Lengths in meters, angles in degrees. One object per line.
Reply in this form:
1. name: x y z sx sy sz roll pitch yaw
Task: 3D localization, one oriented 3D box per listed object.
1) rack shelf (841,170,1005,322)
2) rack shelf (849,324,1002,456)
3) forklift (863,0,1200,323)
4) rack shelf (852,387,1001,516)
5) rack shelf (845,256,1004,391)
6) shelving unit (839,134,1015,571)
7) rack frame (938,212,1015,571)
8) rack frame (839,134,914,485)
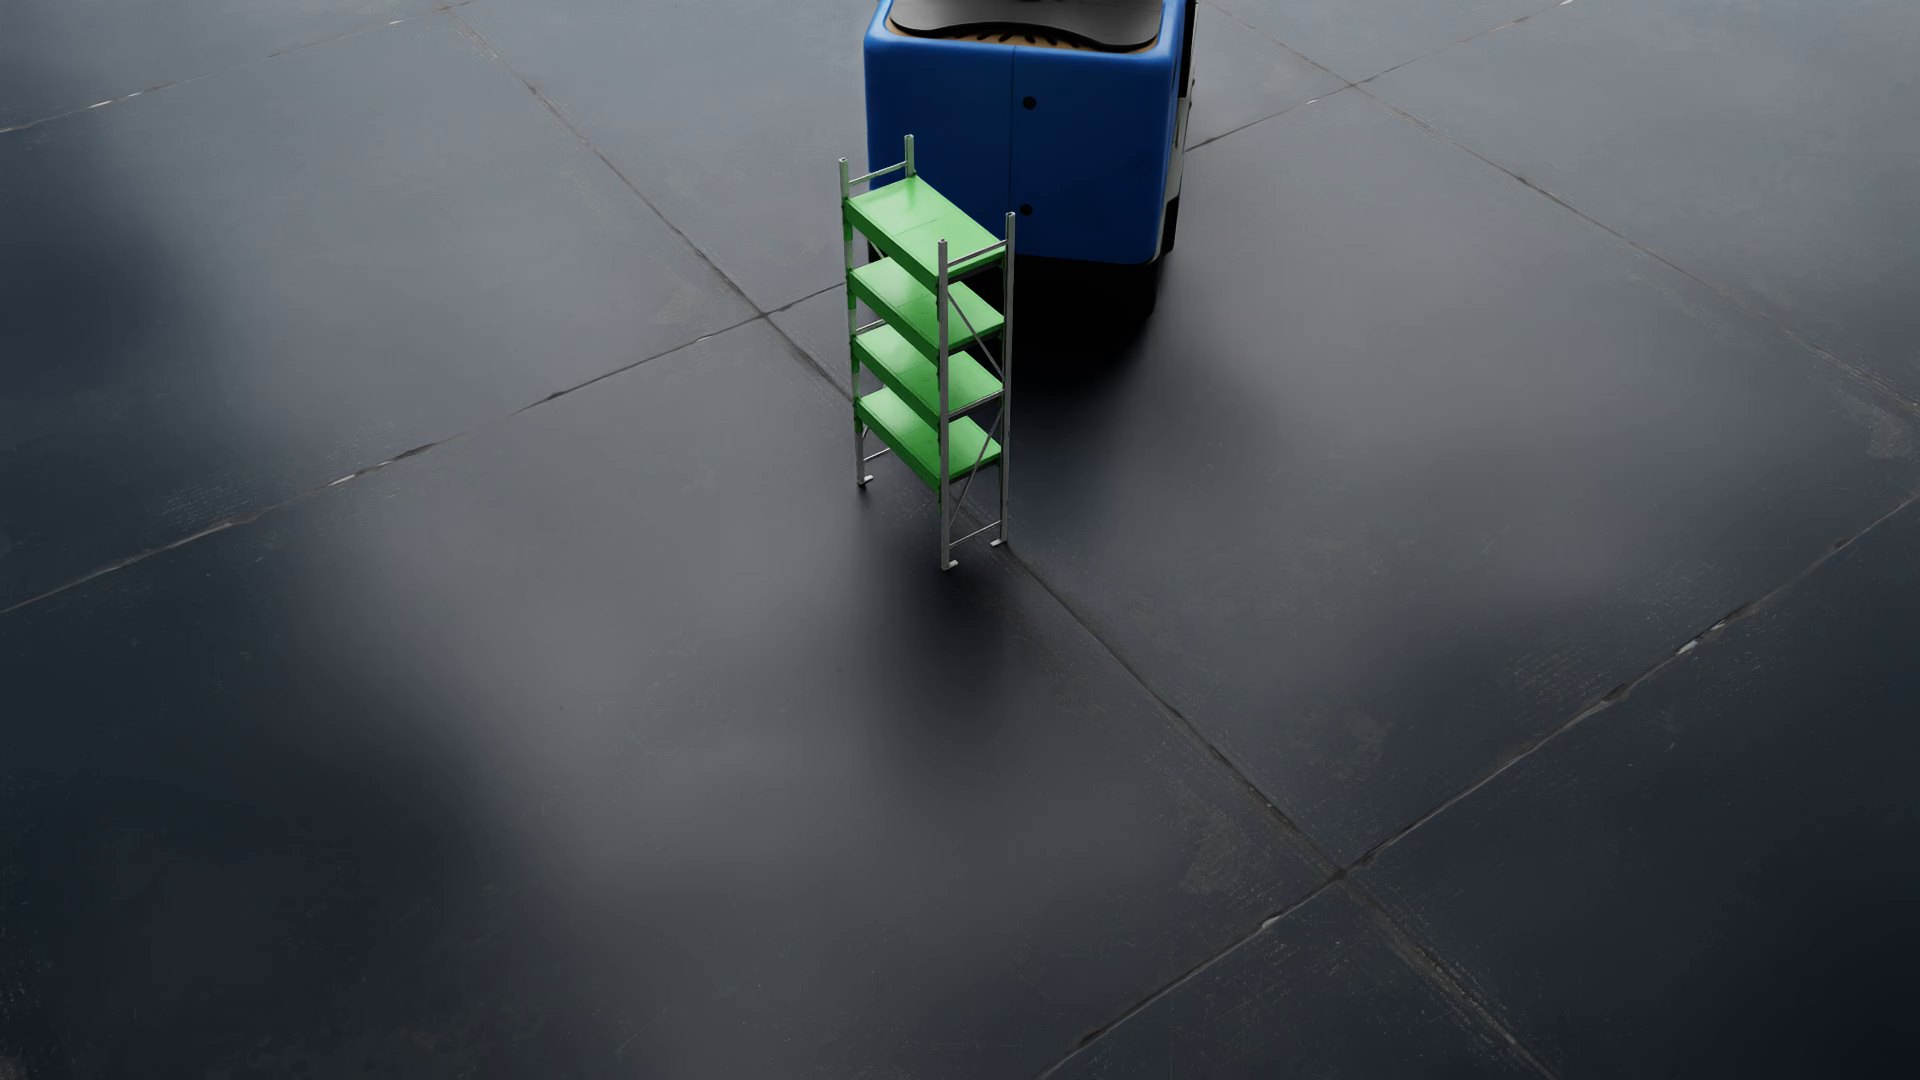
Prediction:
1. rack shelf: -0.095 -0.829 4.647 0.258 0.148 0.480 -26 49 -24
2. rack shelf: -0.095 -0.482 4.978 0.258 0.148 0.480 -26 49 -24
3. forklift: 0.419 -2.865 6.129 1.130 2.935 3.031 7 44 7
4. rack shelf: -0.095 -0.308 5.144 0.258 0.148 0.480 -26 49 -24
5. rack shelf: -0.095 -0.655 4.812 0.258 0.148 0.480 -26 49 -24
6. shelving unit: -0.095 -0.528 4.934 0.258 1.200 0.503 -26 49 -24
7. rack frame: 0.045 -0.390 4.789 0.240 1.200 0.015 -26 49 -24
8. rack frame: -0.234 -0.666 5.079 0.240 1.200 0.015 -26 49 -24
